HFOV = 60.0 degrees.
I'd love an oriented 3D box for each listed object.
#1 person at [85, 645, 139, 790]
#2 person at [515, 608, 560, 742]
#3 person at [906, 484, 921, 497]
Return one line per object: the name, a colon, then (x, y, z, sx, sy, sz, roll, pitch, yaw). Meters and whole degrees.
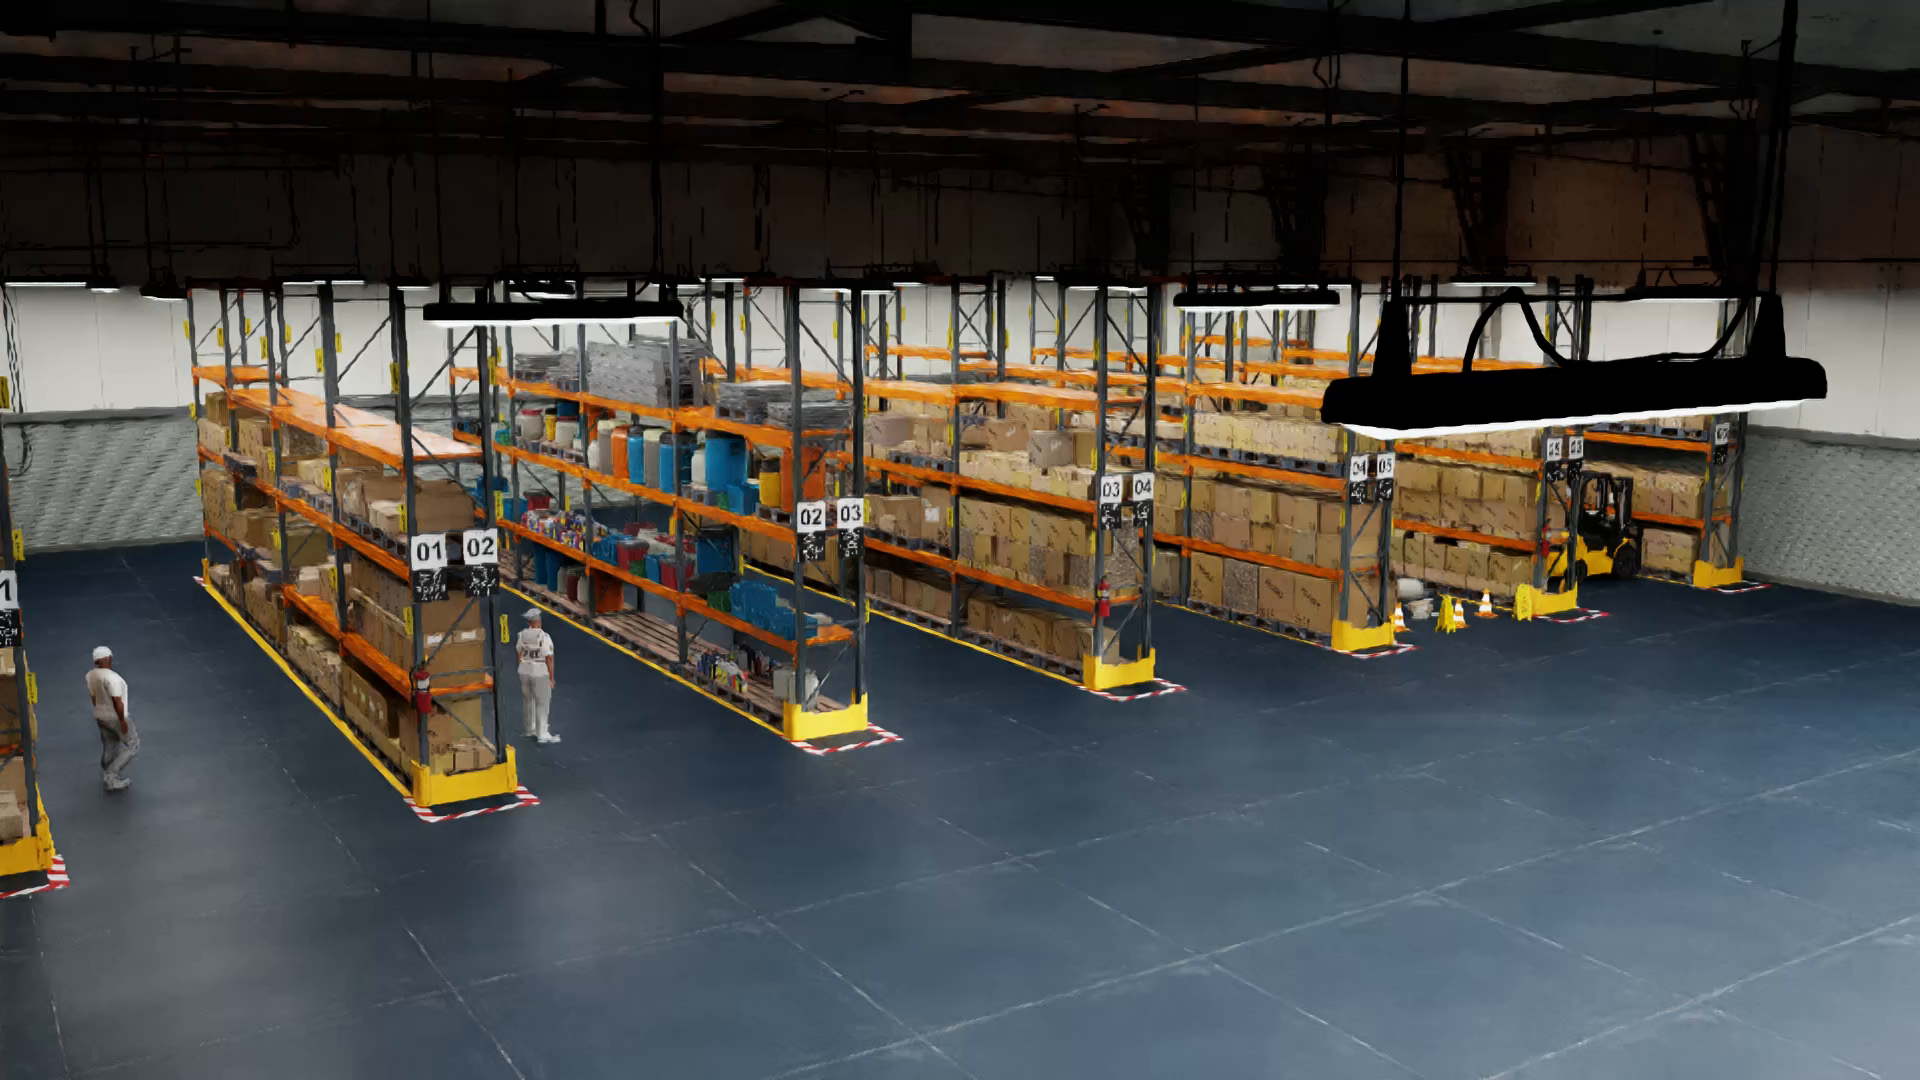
person: (-10.211, 2.138, 19.981, 0.598, 1.764, 0.455, 5, 11, 27)
person: (-5.611, 1.781, 22.063, 0.602, 1.763, 0.467, 4, 10, 22)
person: (-1.138, -1.625, 42.414, 0.612, 1.767, 0.534, 7, 12, 36)
